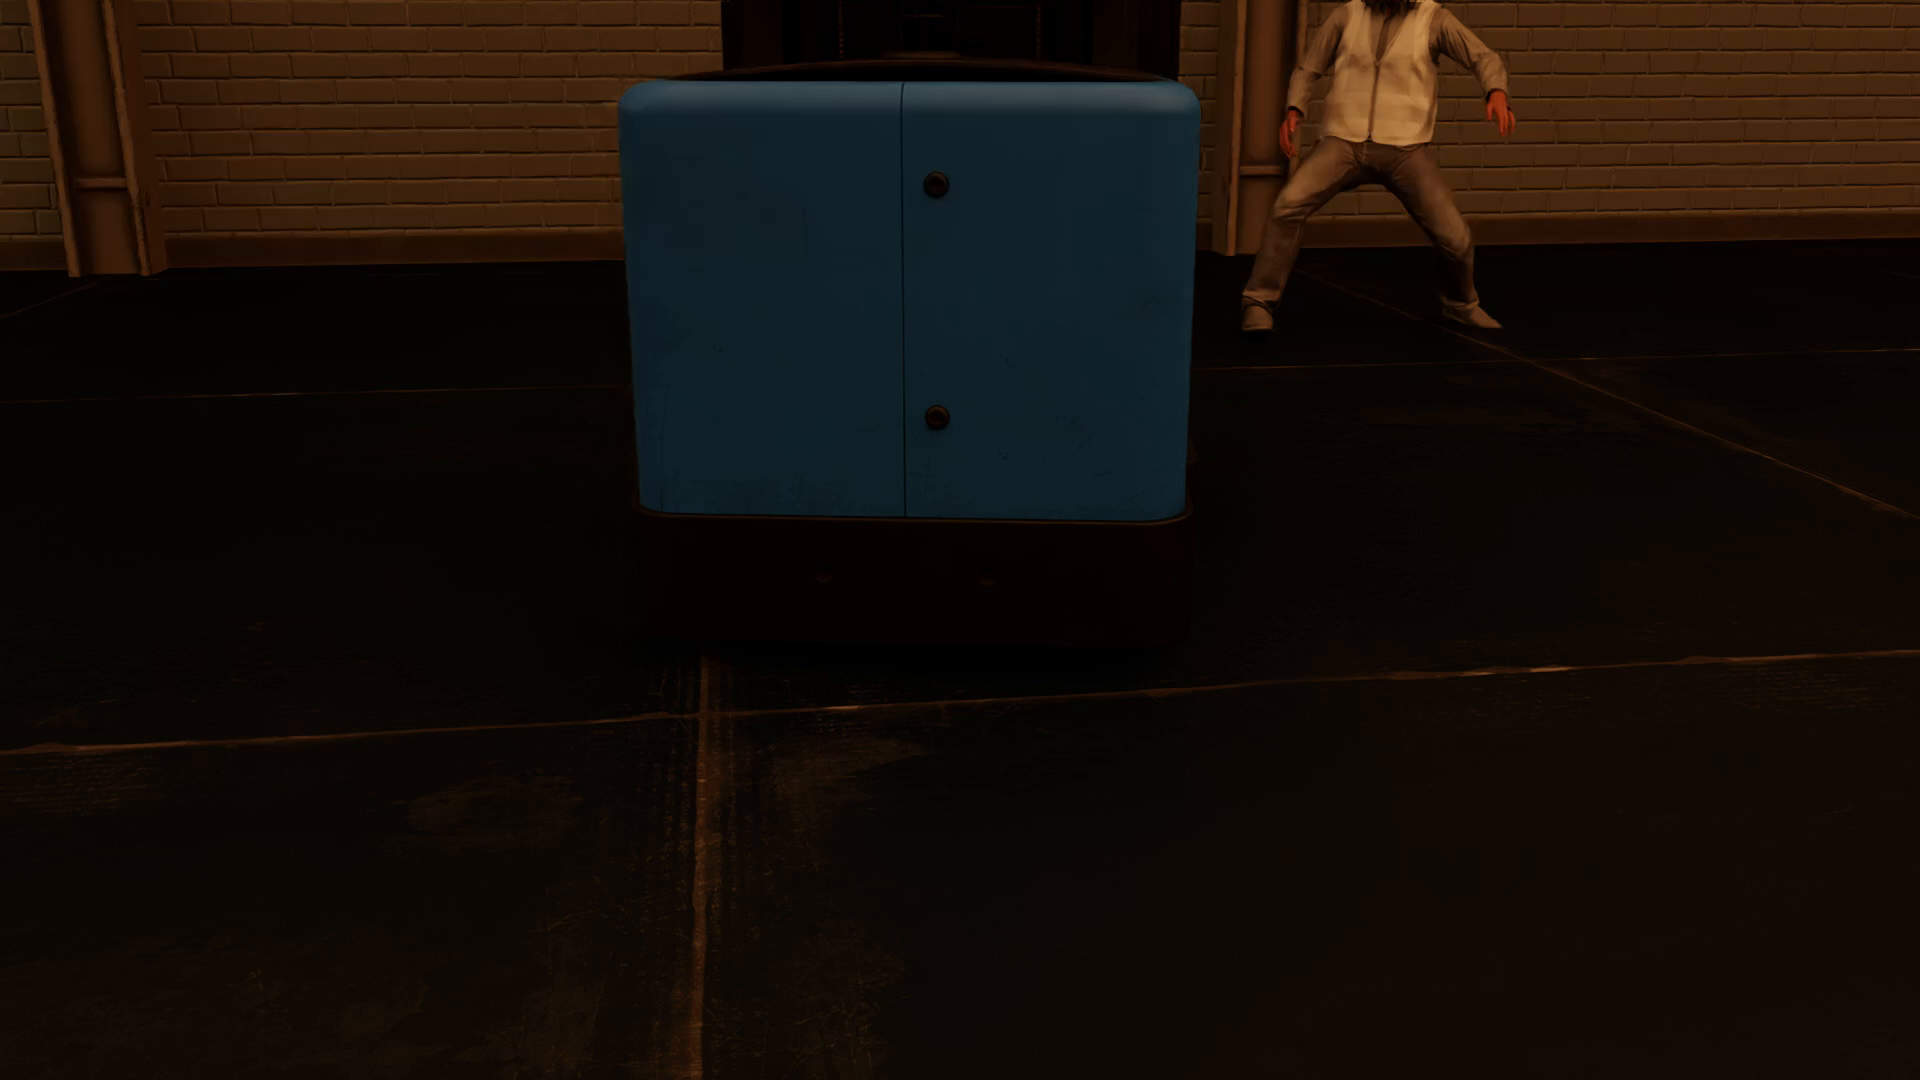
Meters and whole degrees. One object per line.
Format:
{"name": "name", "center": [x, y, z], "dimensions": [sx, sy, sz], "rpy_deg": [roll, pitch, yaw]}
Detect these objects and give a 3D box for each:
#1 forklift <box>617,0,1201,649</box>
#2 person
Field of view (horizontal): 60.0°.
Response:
{"name": "forklift", "center": [-0.007, -1.577, 4.120], "dimensions": [1.130, 2.935, 3.031], "rpy_deg": [1, 17, 3]}
{"name": "person", "center": [1.685, -1.594, 6.564], "dimensions": [0.999, 1.627, 0.912], "rpy_deg": [6, 18, 19]}
